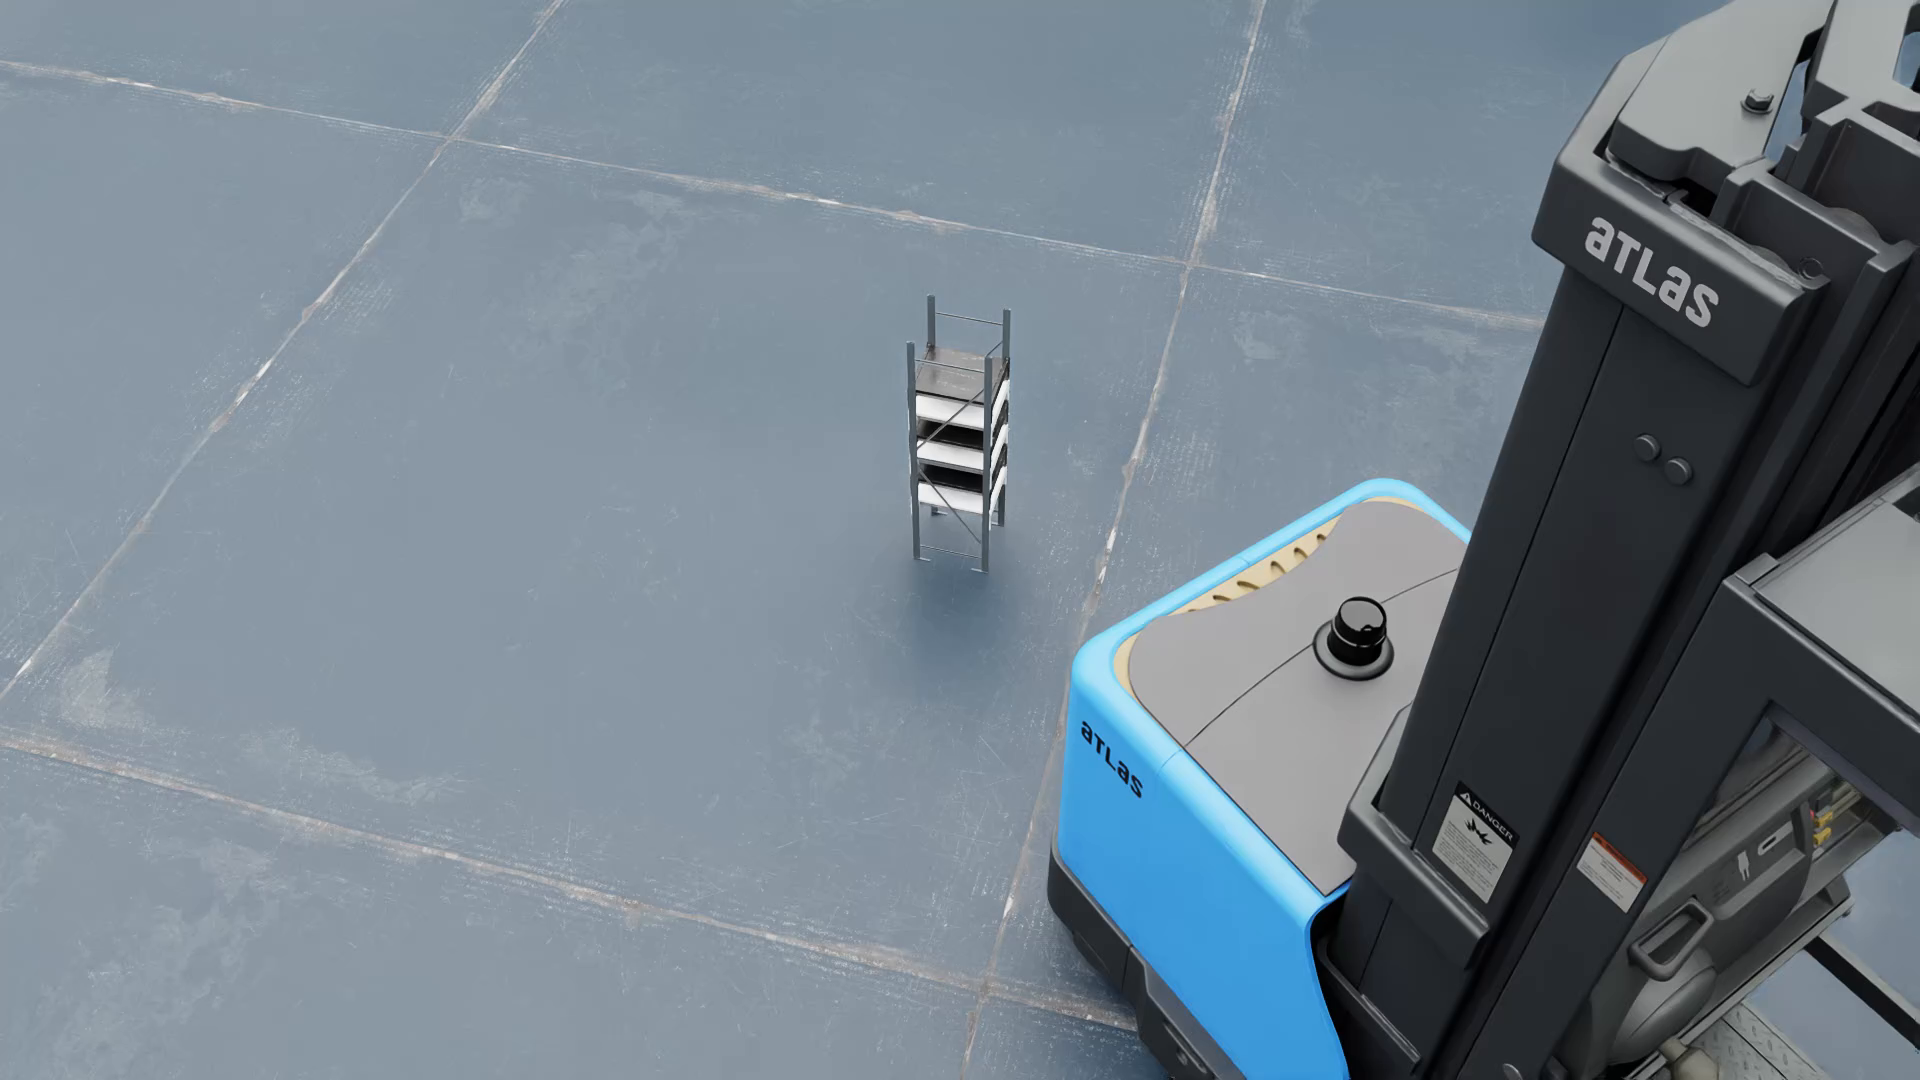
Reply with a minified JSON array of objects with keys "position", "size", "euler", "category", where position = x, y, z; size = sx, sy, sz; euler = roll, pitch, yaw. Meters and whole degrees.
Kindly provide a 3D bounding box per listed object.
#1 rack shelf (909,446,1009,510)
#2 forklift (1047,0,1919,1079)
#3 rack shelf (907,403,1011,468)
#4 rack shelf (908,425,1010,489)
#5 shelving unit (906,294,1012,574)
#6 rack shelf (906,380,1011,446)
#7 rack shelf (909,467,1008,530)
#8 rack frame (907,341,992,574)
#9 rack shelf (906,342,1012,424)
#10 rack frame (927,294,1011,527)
[{"position":[-0.002,-0.210,5.000],"size":[0.258,0.077,0.200],"euler":[12,50,10],"category":"rack shelf"},{"position":[1.486,0.680,2.695],"size":[1.130,2.935,3.031],"euler":[-28,54,-22],"category":"forklift"},{"position":[-0.002,-0.329,4.865],"size":[0.258,0.077,0.200],"euler":[12,50,10],"category":"rack shelf"},{"position":[-0.002,-0.270,4.932],"size":[0.258,0.077,0.200],"euler":[12,50,10],"category":"rack shelf"},{"position":[-0.002,-0.292,4.907],"size":[0.258,0.900,0.210],"euler":[12,50,10],"category":"shelving unit"},{"position":[-0.002,-0.389,4.797],"size":[0.258,0.077,0.200],"euler":[12,50,10],"category":"rack shelf"},{"position":[-0.002,-0.151,5.067],"size":[0.258,0.077,0.200],"euler":[12,50,10],"category":"rack shelf"},{"position":[-0.029,-0.218,4.843],"size":[0.240,0.900,0.006],"euler":[12,50,10],"category":"rack frame"},{"position":[-0.002,-0.449,4.730],"size":[0.258,0.077,0.200],"euler":[12,50,10],"category":"rack shelf"},{"position":[0.025,-0.365,4.972],"size":[0.240,0.900,0.006],"euler":[12,50,10],"category":"rack frame"}]
